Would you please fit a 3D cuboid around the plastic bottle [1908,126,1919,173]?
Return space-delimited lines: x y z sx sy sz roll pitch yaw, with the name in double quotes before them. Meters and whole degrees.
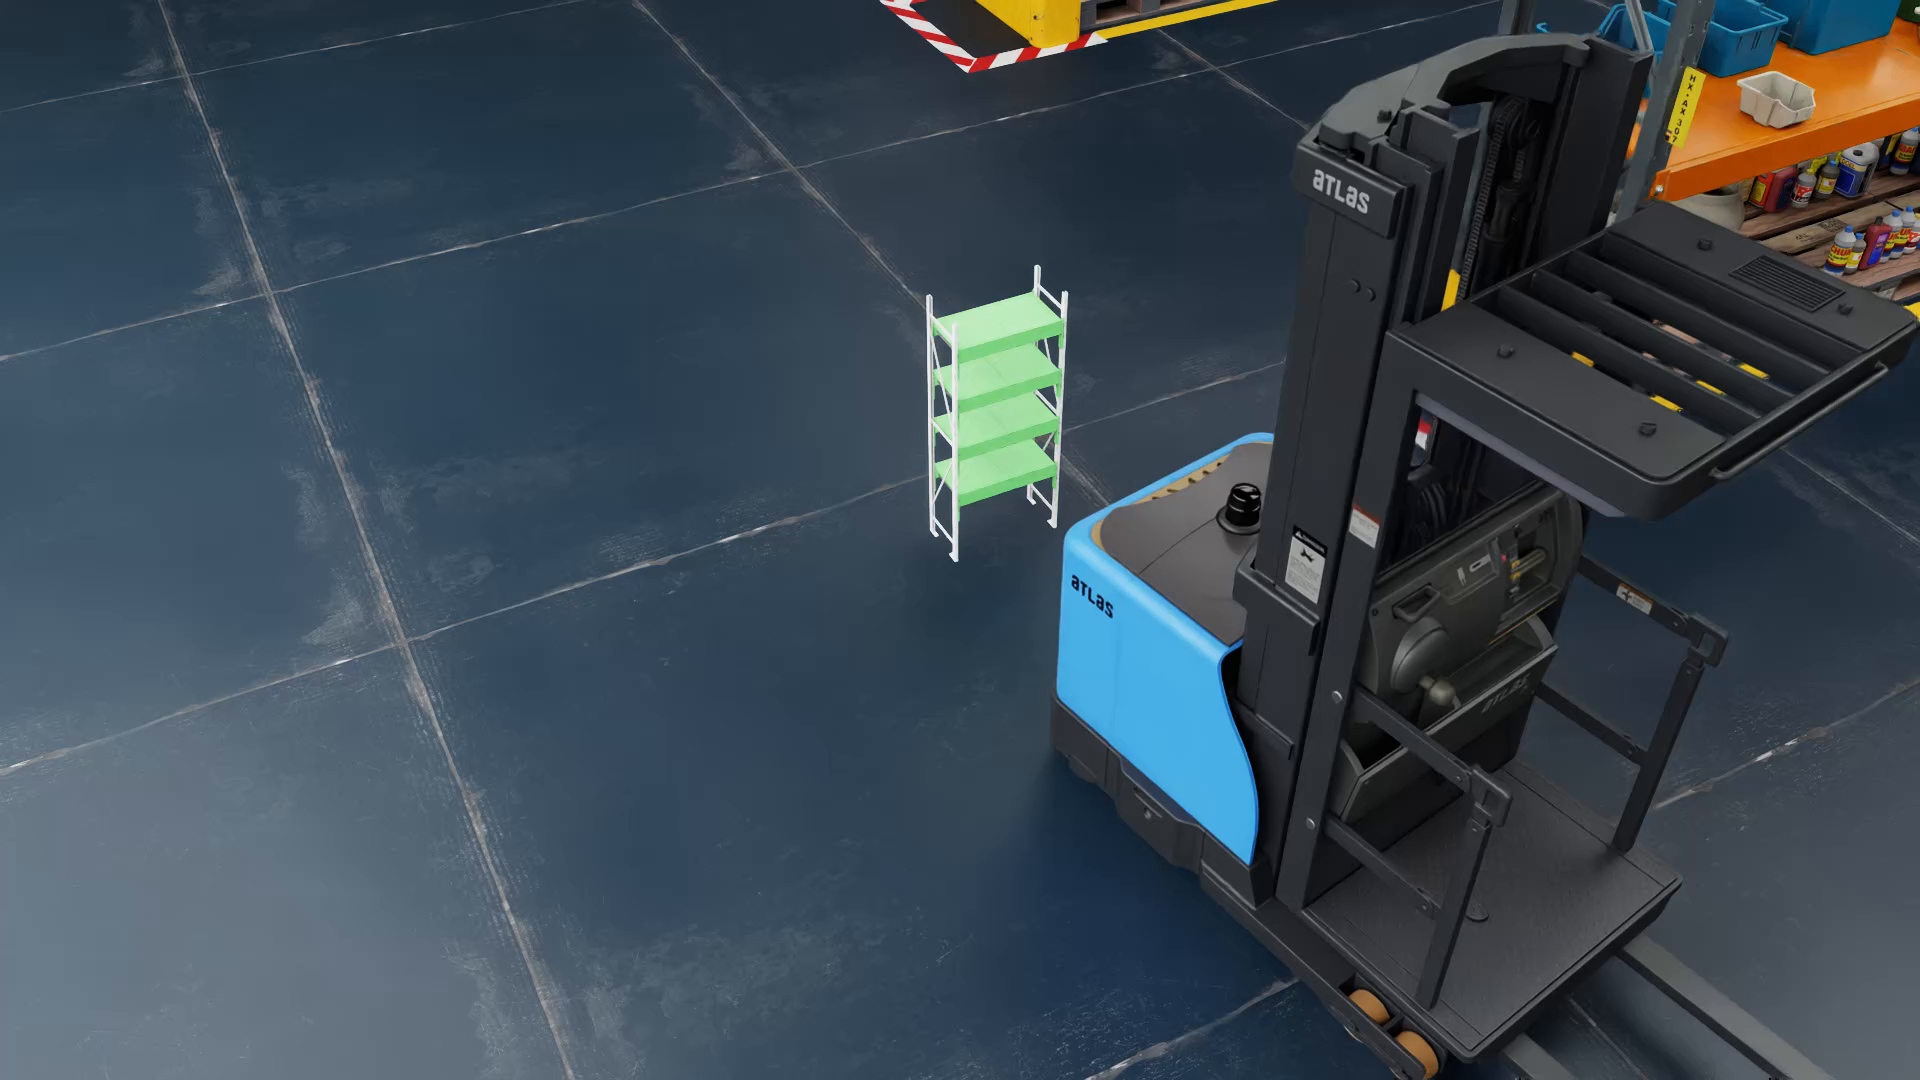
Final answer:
"plastic bottle" 5.421 -2.242 9.287 0.185 0.351 0.144 -19 44 -21

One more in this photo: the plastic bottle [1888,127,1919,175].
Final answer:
"plastic bottle" 5.281 -2.182 9.277 0.097 0.271 0.097 0 40 0

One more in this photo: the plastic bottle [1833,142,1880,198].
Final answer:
"plastic bottle" 4.900 -2.035 9.101 0.135 0.276 0.152 -19 44 -21

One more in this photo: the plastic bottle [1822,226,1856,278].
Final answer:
"plastic bottle" 4.466 -1.466 8.432 0.097 0.271 0.097 0 40 0

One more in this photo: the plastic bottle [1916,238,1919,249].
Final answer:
"plastic bottle" 5.038 -1.659 8.659 0.097 0.271 0.097 0 40 0

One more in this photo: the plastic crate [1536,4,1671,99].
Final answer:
"plastic crate" 3.020 -2.241 7.691 0.616 0.251 0.499 -19 44 -21

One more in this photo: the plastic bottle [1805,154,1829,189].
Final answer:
"plastic bottle" 4.645 -2.086 9.102 0.185 0.351 0.144 -17 43 -19

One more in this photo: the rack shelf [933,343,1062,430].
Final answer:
"rack shelf" 0.147 -0.642 6.807 0.480 0.148 0.258 -19 44 -21

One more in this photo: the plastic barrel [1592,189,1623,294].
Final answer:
"plastic barrel" 3.262 -1.428 8.216 0.421 0.512 0.421 0 40 0

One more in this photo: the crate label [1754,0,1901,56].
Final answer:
"crate label" 4.221 -2.695 8.085 0.616 0.435 0.502 -19 44 -21

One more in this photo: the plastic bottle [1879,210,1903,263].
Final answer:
"plastic bottle" 4.770 -1.568 8.552 0.097 0.271 0.097 0 40 0

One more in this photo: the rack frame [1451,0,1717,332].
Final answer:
"rack frame" 2.714 -1.977 7.264 0.127 3.000 1.000 -19 44 -21

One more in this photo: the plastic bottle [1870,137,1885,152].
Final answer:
"plastic bottle" 5.073 -2.173 9.266 0.097 0.271 0.097 0 40 0

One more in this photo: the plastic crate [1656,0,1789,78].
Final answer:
"plastic crate" 3.598 -2.432 7.916 0.408 0.251 0.499 -19 44 -21

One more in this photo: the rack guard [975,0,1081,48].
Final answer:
"rack guard" 0.408 -3.855 11.418 0.348 0.500 1.175 -19 44 -21

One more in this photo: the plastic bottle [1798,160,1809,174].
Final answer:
"plastic bottle" 4.500 -2.006 9.065 0.135 0.276 0.152 -20 44 -22

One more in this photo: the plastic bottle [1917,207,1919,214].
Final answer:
"plastic bottle" 5.171 -1.806 8.823 0.133 0.283 0.061 -19 44 -21

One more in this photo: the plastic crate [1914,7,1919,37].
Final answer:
"plastic crate" 4.938 -2.440 8.016 0.437 0.136 0.530 -19 44 -21

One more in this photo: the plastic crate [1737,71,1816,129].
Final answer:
"plastic crate" 3.656 -1.959 7.447 0.250 0.136 0.298 -19 44 -21

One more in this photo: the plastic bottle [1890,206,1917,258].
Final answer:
"plastic bottle" 4.859 -1.598 8.588 0.097 0.271 0.097 0 40 0

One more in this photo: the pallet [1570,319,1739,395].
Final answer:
"pallet" 3.483 -1.202 8.506 1.213 0.211 1.003 -19 44 -21

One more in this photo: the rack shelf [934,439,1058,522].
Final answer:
"rack shelf" 0.147 -0.275 7.117 0.480 0.148 0.258 -19 44 -21

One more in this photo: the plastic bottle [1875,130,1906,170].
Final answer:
"plastic bottle" 5.187 -2.268 9.318 0.185 0.351 0.144 -20 44 -22

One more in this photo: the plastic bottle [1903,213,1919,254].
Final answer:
"plastic bottle" 4.947 -1.601 8.645 0.097 0.201 0.097 0 40 0

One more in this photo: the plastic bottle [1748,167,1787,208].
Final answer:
"plastic bottle" 4.377 -1.964 9.016 0.135 0.276 0.152 -18 44 -20

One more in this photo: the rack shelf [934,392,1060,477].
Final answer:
"rack shelf" 0.147 -0.459 6.962 0.480 0.148 0.258 -19 44 -21

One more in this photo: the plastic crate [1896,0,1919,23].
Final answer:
"plastic crate" 4.927 -2.847 8.455 0.662 0.188 0.450 -19 44 -21

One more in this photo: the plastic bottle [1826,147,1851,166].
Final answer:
"plastic bottle" 4.810 -2.141 9.168 0.185 0.351 0.144 -19 44 -21

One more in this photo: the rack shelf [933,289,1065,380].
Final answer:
"rack shelf" 0.147 -0.825 6.652 0.480 0.148 0.258 -19 44 -21

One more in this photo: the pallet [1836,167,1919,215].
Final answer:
"pallet" 5.647 -1.930 9.367 1.213 0.211 1.003 -19 44 -21

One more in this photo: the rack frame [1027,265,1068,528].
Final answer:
"rack frame" 0.363 -0.580 7.007 0.015 1.200 0.240 -19 44 -21

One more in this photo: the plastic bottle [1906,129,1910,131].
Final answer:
"plastic bottle" 5.354 -2.325 9.384 0.185 0.351 0.144 -17 43 -20

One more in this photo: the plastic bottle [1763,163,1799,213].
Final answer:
"plastic bottle" 4.426 -1.906 8.942 0.133 0.283 0.061 -19 44 -21

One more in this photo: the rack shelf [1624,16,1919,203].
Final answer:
"rack shelf" 4.488 -2.299 8.202 4.000 0.370 1.077 -19 44 -21

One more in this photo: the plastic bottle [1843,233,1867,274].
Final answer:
"plastic bottle" 4.558 -1.470 8.491 0.097 0.201 0.097 0 40 0

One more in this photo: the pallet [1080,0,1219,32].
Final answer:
"pallet" 1.088 -4.005 11.817 1.213 0.211 1.003 -19 44 -21

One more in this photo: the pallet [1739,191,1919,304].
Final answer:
"pallet" 4.563 -1.563 8.933 1.213 0.211 1.003 -19 44 -21

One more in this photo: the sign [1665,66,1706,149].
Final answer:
"sign" 2.964 -1.766 6.801 0.005 0.325 0.100 -19 44 -21

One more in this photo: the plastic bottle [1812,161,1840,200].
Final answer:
"plastic bottle" 4.739 -1.973 9.084 0.097 0.201 0.097 0 40 0

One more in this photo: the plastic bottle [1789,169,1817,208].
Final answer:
"plastic bottle" 4.574 -1.911 9.012 0.097 0.201 0.097 0 40 0

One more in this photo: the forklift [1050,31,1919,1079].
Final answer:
"forklift" 1.637 0.225 4.715 1.130 2.935 3.031 -27 47 -28

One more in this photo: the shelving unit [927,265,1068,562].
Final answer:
"shelving unit" 0.147 -0.507 6.921 0.503 1.200 0.258 -19 44 -21

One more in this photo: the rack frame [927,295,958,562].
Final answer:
"rack frame" -0.070 -0.435 6.835 0.015 1.200 0.240 -19 44 -21

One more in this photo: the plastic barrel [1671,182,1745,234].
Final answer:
"plastic barrel" 3.707 -1.578 8.393 0.421 0.512 0.421 0 40 0

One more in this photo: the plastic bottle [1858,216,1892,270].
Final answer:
"plastic bottle" 4.675 -1.528 8.495 0.133 0.283 0.061 -18 43 -20

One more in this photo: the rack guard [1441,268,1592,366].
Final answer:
"rack guard" 2.760 -1.073 8.130 0.348 0.500 1.175 -19 44 -21

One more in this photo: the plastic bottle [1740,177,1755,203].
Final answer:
"plastic bottle" 4.236 -1.953 8.997 0.133 0.283 0.061 -18 43 -20
